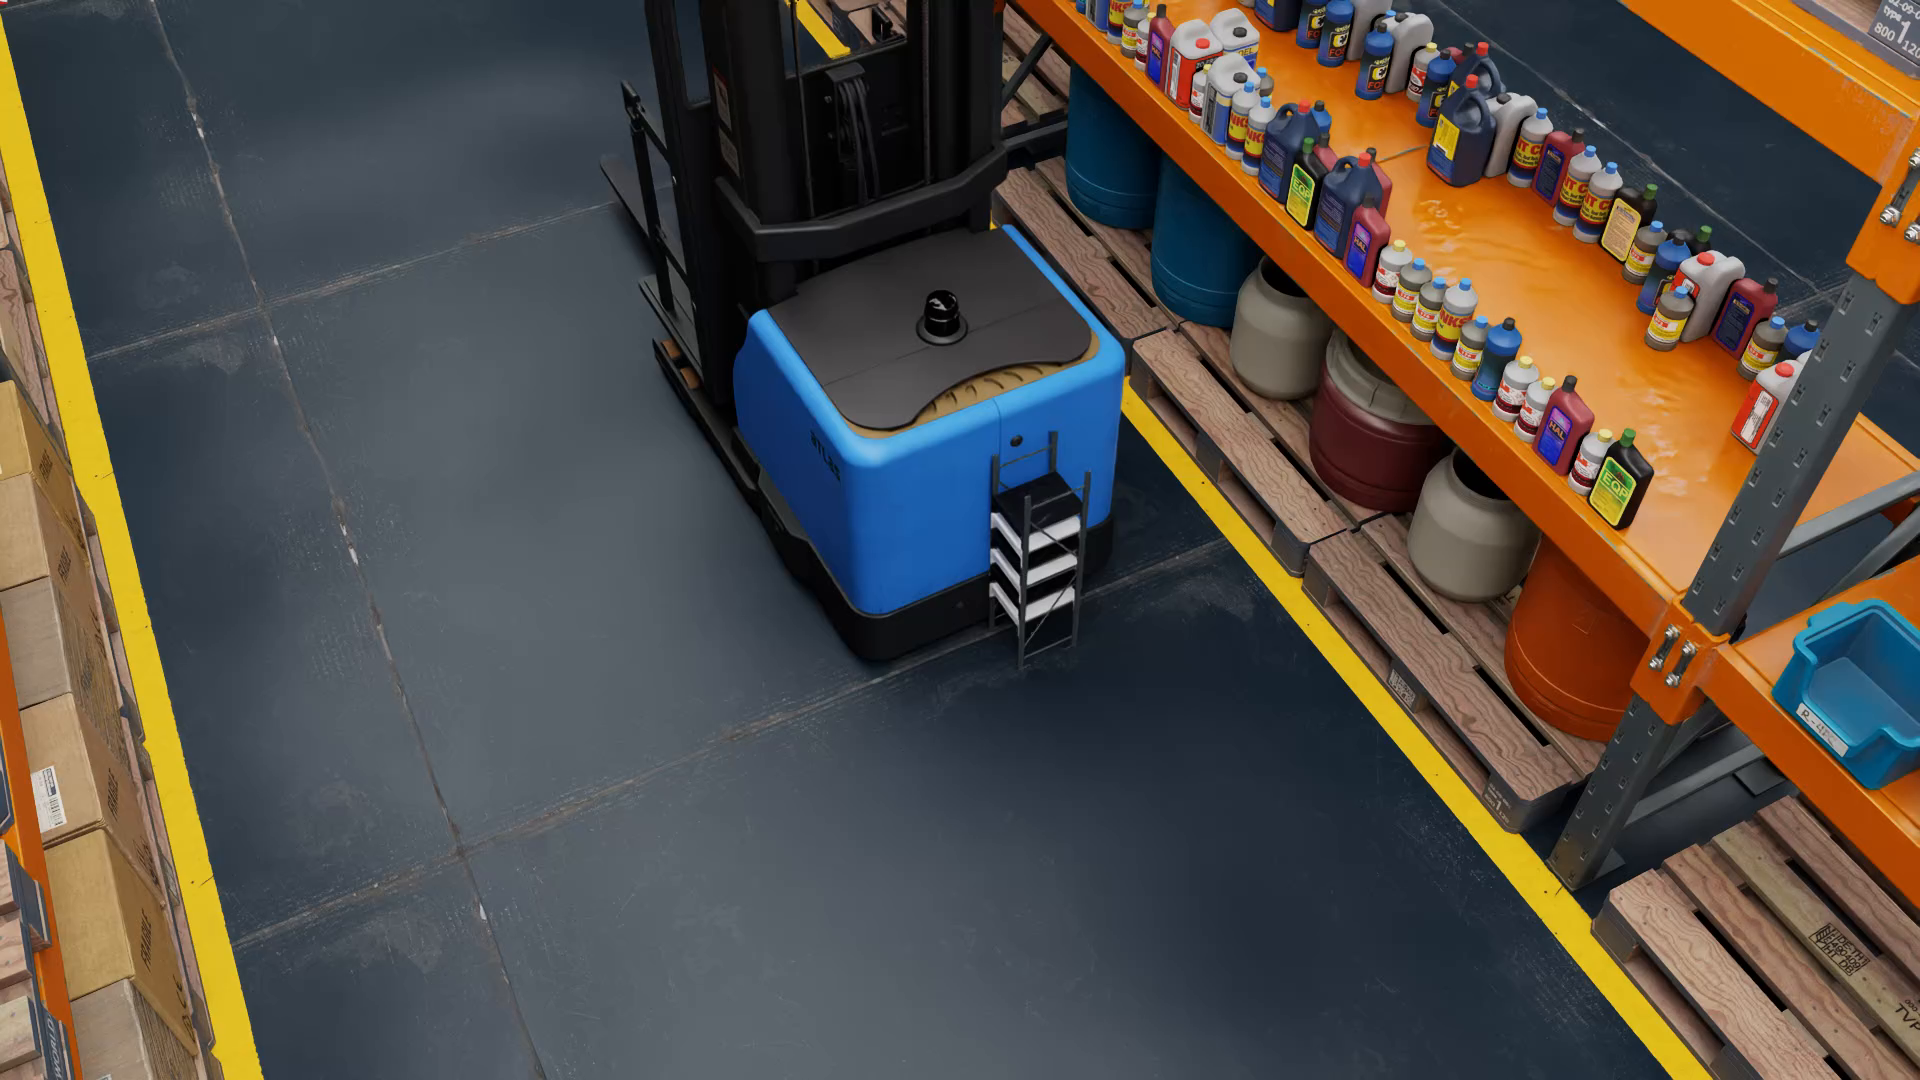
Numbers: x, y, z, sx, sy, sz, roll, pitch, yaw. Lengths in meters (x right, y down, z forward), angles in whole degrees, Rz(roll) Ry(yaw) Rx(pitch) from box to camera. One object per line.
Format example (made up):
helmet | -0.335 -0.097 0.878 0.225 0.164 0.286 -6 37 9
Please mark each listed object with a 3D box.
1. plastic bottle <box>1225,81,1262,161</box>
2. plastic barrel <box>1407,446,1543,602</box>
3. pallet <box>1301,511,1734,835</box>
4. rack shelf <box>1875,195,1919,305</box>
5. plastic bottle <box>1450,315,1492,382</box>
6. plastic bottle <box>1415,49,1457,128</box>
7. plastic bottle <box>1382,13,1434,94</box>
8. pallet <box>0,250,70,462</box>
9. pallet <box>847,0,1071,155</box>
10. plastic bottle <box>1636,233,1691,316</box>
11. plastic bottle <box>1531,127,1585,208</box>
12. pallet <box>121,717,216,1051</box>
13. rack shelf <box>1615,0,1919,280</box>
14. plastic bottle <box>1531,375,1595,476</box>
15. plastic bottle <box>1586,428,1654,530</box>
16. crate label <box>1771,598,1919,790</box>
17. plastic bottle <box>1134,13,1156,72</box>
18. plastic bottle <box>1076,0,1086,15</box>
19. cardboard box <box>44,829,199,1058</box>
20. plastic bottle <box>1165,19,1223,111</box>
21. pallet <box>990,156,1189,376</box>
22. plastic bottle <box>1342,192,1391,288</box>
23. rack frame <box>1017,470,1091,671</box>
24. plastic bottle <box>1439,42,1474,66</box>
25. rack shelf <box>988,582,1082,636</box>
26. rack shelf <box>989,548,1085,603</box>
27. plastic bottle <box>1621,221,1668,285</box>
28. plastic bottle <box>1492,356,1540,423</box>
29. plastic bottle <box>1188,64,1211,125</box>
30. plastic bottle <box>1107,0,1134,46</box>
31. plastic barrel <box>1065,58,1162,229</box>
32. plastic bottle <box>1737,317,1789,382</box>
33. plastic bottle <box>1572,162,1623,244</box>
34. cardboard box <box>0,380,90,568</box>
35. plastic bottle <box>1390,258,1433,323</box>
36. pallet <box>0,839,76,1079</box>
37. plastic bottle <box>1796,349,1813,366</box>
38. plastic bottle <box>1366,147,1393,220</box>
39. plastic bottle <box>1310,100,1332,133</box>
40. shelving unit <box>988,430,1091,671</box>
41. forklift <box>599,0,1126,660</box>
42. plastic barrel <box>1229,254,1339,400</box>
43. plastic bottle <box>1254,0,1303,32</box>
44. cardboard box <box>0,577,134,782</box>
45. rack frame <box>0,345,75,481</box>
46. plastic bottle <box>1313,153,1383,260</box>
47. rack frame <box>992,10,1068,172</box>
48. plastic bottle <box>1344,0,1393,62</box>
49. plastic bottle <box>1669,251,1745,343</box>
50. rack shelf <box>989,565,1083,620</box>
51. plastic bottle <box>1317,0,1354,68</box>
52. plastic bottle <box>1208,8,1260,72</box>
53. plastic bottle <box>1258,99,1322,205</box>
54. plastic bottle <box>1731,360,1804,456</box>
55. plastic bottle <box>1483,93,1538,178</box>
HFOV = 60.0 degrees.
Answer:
plastic bottle | 0.953 -1.413 5.578 0.097 0.271 0.097 0 49 0
plastic barrel | 1.775 -0.069 5.691 0.421 0.512 0.421 0 49 0
pallet | 1.954 0.324 5.827 1.003 0.211 1.213 -21 52 -18
rack shelf | 3.267 0.507 2.299 1.077 0.370 4.000 -21 52 -18
plastic bottle | 1.512 -0.573 4.890 0.097 0.201 0.097 0 49 0
plastic bottle | 1.639 -1.558 5.705 0.097 0.271 0.097 0 49 0
plastic bottle | 1.555 -1.738 5.859 0.152 0.276 0.135 -21 52 -18
pallet | -4.198 -0.596 6.632 1.003 0.211 1.213 -21 52 -18
pallet | 0.151 -2.319 8.138 1.003 0.211 1.213 -21 52 -18
plastic bottle | 2.147 -0.815 5.056 0.097 0.271 0.097 0 49 0
plastic bottle | 1.953 -1.233 5.413 0.061 0.283 0.133 -21 52 -18
pallet | -2.916 1.212 5.049 1.003 0.211 1.213 -21 52 -18
rack shelf | 1.437 -2.170 4.641 1.077 0.370 4.000 -21 52 -18
plastic bottle | 1.682 -0.321 4.615 0.061 0.283 0.133 -21 52 -18
plastic bottle | 1.788 -0.166 4.480 0.061 0.283 0.133 -21 52 -18
crate label | 2.212 0.385 4.032 0.303 0.233 0.416 -21 52 -18
plastic bottle | 0.680 -1.790 5.954 0.097 0.201 0.097 0 49 0
plastic bottle | 0.485 -2.098 6.178 0.097 0.271 0.097 0 49 0
cardboard box | -2.478 1.212 4.566 0.500 0.500 0.500 -22 52 -18
plastic bottle | 0.818 -1.657 5.789 0.152 0.276 0.135 -21 52 -18
pallet | 0.838 -1.309 7.255 1.003 0.211 1.213 -21 52 -18
plastic bottle | 1.265 -0.931 5.149 0.061 0.283 0.133 -21 52 -18
rack frame | 0.308 0.121 5.546 0.240 0.900 0.006 -22 53 -18
plastic bottle | 1.701 -1.601 5.735 0.061 0.283 0.133 -21 52 -18
rack shelf | 0.259 0.194 5.766 0.258 0.077 0.200 -22 53 -18
rack shelf | 0.259 0.076 5.630 0.258 0.077 0.200 -22 53 -18
plastic bottle | 2.140 -0.903 5.179 0.097 0.201 0.097 0 49 0
plastic bottle | 1.601 -0.443 4.776 0.097 0.201 0.097 0 49 0
plastic bottle | 0.847 -1.545 5.740 0.097 0.201 0.097 0 49 0
plastic bottle | 0.591 -1.943 6.042 0.097 0.271 0.097 0 49 0
plastic barrel | 0.755 -1.836 6.978 0.600 0.901 0.708 -21 52 -18
plastic bottle | 2.368 -0.569 4.887 0.097 0.201 0.097 0 49 0
plastic bottle | 2.034 -1.080 5.287 0.097 0.271 0.097 0 49 0
cardboard box | -3.404 -0.145 5.752 0.500 0.500 0.500 -21 52 -18
plastic bottle | 1.378 -0.768 5.061 0.097 0.201 0.097 0 49 0
pallet | -2.427 1.256 3.286 1.213 0.211 1.003 -21 52 -18
plastic bottle | 2.441 -0.441 4.725 0.152 0.276 0.135 -21 52 -18
plastic bottle | 1.308 -1.105 5.301 0.061 0.283 0.133 -21 52 -18
plastic bottle | 1.171 -1.332 5.508 0.097 0.271 0.097 0 49 0
shelving unit | 0.259 0.054 5.605 0.258 0.900 0.210 -22 53 -18
forklift | -0.595 -1.658 5.753 1.130 2.935 3.031 -22 53 -18
plastic barrel | 1.258 -0.825 6.352 0.421 0.512 0.421 0 49 0
plastic bottle | 1.190 -2.066 6.097 0.144 0.351 0.185 -21 52 -18
cardboard box | -2.956 0.525 5.167 0.500 0.500 0.500 -21 52 -17
rack frame | -3.884 -1.055 5.180 1.000 3.000 0.127 -21 52 -18
plastic bottle | 1.229 -1.074 5.230 0.144 0.351 0.185 -21 52 -18
rack frame | 0.522 -2.758 6.670 1.000 3.000 0.127 -21 52 -18
plastic bottle | 1.449 -1.893 5.995 0.152 0.276 0.135 -21 52 -18
plastic bottle | 2.230 -0.751 4.996 0.152 0.276 0.135 -21 52 -18
rack shelf | 0.259 0.135 5.698 0.258 0.077 0.200 -22 53 -18
plastic bottle | 1.347 -1.836 5.948 0.097 0.271 0.097 0 49 0
plastic bottle | 0.954 -1.709 5.834 0.152 0.276 0.135 -21 52 -18
plastic bottle | 1.083 -1.287 5.416 0.144 0.351 0.185 -21 52 -18
plastic bottle | 2.306 -0.389 4.680 0.152 0.276 0.135 -21 52 -18
plastic bottle | 1.807 -1.369 5.537 0.152 0.276 0.135 -21 52 -18
